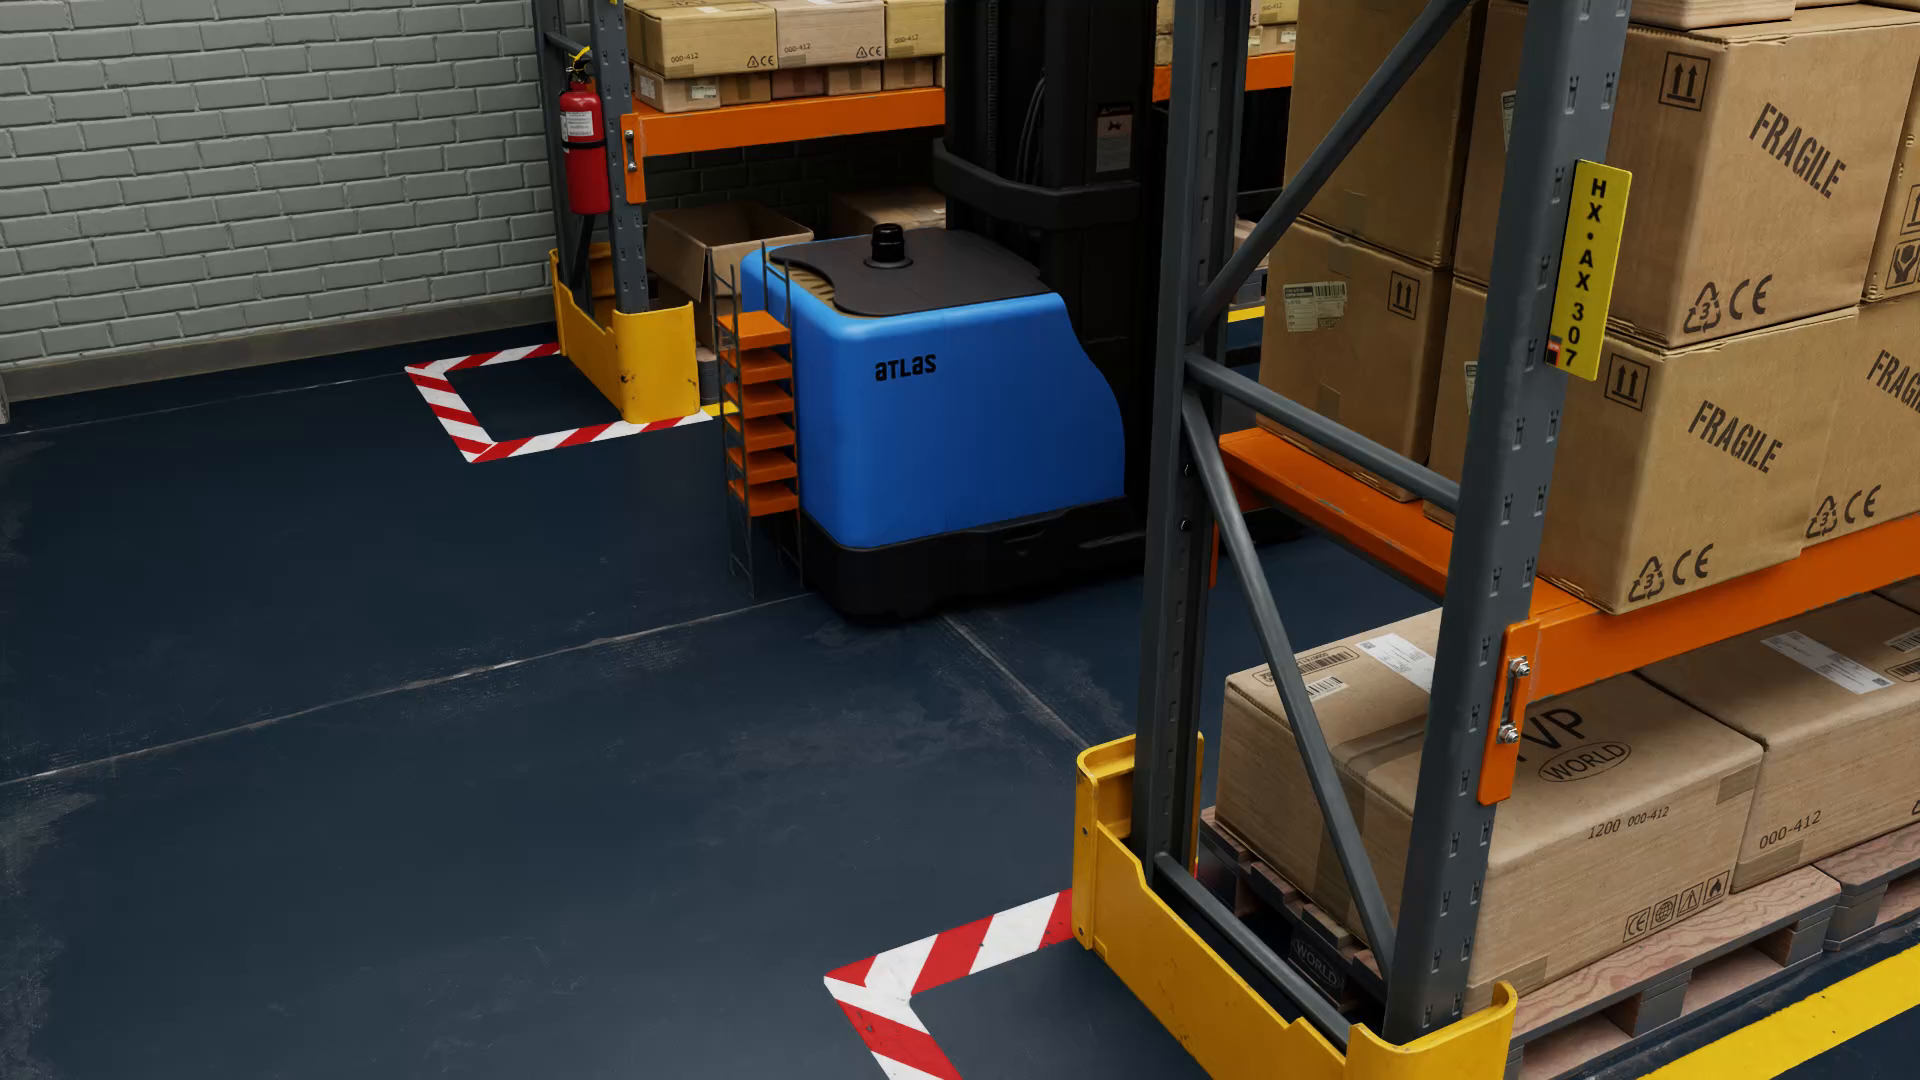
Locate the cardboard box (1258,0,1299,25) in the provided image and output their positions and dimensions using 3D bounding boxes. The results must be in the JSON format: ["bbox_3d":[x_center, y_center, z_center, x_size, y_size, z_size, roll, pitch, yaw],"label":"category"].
[{"bbox_3d":[1.561,-2.778,8.399,0.500,0.250,0.500,-12,28,-24],"label":"cardboard box"}]

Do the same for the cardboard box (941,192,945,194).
[{"bbox_3d":[0.237,-1.473,8.255,0.500,0.500,0.500,-12,28,-24],"label":"cardboard box"}]

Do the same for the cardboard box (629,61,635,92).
[{"bbox_3d":[-1.468,-2.150,7.553,0.250,0.149,0.380,-13,29,-26],"label":"cardboard box"}]

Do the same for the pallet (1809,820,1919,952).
[{"bbox_3d":[2.449,0.619,4.716,1.213,0.211,1.003,-13,29,-25],"label":"pallet"}]

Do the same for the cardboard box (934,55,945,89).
[{"bbox_3d":[-0.054,-2.186,7.627,0.250,0.149,0.380,-14,29,-27],"label":"cardboard box"}]

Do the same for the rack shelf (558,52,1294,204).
[{"bbox_3d":[0.131,-2.176,8.148,4.000,0.370,1.077,-13,29,-25],"label":"rack shelf"}]

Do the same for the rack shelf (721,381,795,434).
[{"bbox_3d":[-0.692,-0.464,5.655,0.180,0.103,0.258,-12,28,-23],"label":"rack shelf"}]

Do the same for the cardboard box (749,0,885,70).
[{"bbox_3d":[-0.662,-2.252,7.304,0.500,0.250,0.500,-13,28,-25],"label":"cardboard box"}]

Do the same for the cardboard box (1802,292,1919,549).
[{"bbox_3d":[1.697,-0.345,3.388,0.500,0.500,0.500,-13,29,-26],"label":"cardboard box"}]

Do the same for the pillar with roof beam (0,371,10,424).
[{"bbox_3d":[-2.411,-2.949,1.995,0.400,9.000,9.100,-13,29,-25],"label":"pillar with roof beam"}]

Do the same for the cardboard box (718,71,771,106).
[{"bbox_3d":[-1.012,-2.012,7.264,0.250,0.149,0.380,-12,28,-24],"label":"cardboard box"}]

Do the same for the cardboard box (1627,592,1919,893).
[{"bbox_3d":[2.044,0.405,4.416,0.875,0.438,0.875,-12,28,-24],"label":"cardboard box"}]

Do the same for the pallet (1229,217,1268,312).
[{"bbox_3d":[1.289,-1.511,9.154,1.213,0.211,1.003,-13,29,-25],"label":"pallet"}]

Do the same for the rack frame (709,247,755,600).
[{"bbox_3d":[-0.774,-0.378,5.652,0.006,1.200,0.240,-12,28,-23],"label":"rack frame"}]

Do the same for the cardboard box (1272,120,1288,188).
[{"bbox_3d":[2.190,-2.183,9.735,0.500,0.500,0.500,-13,29,-25],"label":"cardboard box"}]

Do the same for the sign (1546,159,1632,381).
[{"bbox_3d":[0.961,-0.411,2.549,0.005,0.325,0.100,-13,29,-25],"label":"sign"}]

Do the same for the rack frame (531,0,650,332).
[{"bbox_3d":[-1.634,-2.093,7.144,0.127,3.000,1.000,-13,29,-25],"label":"rack frame"}]

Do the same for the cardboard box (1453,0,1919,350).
[{"bbox_3d":[1.263,-0.683,2.936,0.500,0.500,0.500,-14,29,-26],"label":"cardboard box"}]

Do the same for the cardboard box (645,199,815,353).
[{"bbox_3d":[-1.049,-1.246,7.778,0.637,0.503,0.797,-14,29,-27],"label":"cardboard box"}]

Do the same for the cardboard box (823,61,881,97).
[{"bbox_3d":[-0.545,-2.107,7.462,0.250,0.149,0.380,-12,28,-23],"label":"cardboard box"}]

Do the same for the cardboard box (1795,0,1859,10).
[{"bbox_3d":[1.347,-1.034,2.917,0.250,0.149,0.380,-12,28,-24],"label":"cardboard box"}]

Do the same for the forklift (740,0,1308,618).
[{"bbox_3d":[0.758,-1.482,5.950,3.031,2.935,1.130,-12,28,-23],"label":"forklift"}]

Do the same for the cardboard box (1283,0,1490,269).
[{"bbox_3d":[1.019,-0.883,3.353,0.500,0.500,0.500,-12,28,-23],"label":"cardboard box"}]

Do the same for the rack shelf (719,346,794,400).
[{"bbox_3d":[-0.692,-0.572,5.603,0.180,0.103,0.258,-12,28,-23],"label":"rack shelf"}]

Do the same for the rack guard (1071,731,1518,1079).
[{"bbox_3d":[0.684,0.933,3.728,0.348,0.500,1.175,-13,29,-25],"label":"rack guard"}]

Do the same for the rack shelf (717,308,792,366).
[{"bbox_3d":[-0.692,-0.680,5.552,0.180,0.103,0.258,-12,28,-23],"label":"rack shelf"}]

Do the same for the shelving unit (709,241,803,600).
[{"bbox_3d":[-0.692,-0.396,5.688,0.189,1.200,0.258,-12,28,-23],"label":"shelving unit"}]

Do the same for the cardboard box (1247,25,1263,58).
[{"bbox_3d":[1.296,-2.510,8.302,0.250,0.149,0.380,-12,28,-24],"label":"cardboard box"}]

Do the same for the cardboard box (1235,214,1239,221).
[{"bbox_3d":[1.202,-1.841,9.240,0.500,0.311,0.500,-12,28,-23],"label":"cardboard box"}]

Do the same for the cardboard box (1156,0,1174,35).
[{"bbox_3d":[0.680,-2.573,7.974,0.500,0.250,0.500,-13,29,-25],"label":"cardboard box"}]

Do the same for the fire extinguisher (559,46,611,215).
[{"bbox_3d":[-1.546,-1.684,6.812,0.183,0.674,0.296,-13,29,-25],"label":"fire extinguisher"}]
